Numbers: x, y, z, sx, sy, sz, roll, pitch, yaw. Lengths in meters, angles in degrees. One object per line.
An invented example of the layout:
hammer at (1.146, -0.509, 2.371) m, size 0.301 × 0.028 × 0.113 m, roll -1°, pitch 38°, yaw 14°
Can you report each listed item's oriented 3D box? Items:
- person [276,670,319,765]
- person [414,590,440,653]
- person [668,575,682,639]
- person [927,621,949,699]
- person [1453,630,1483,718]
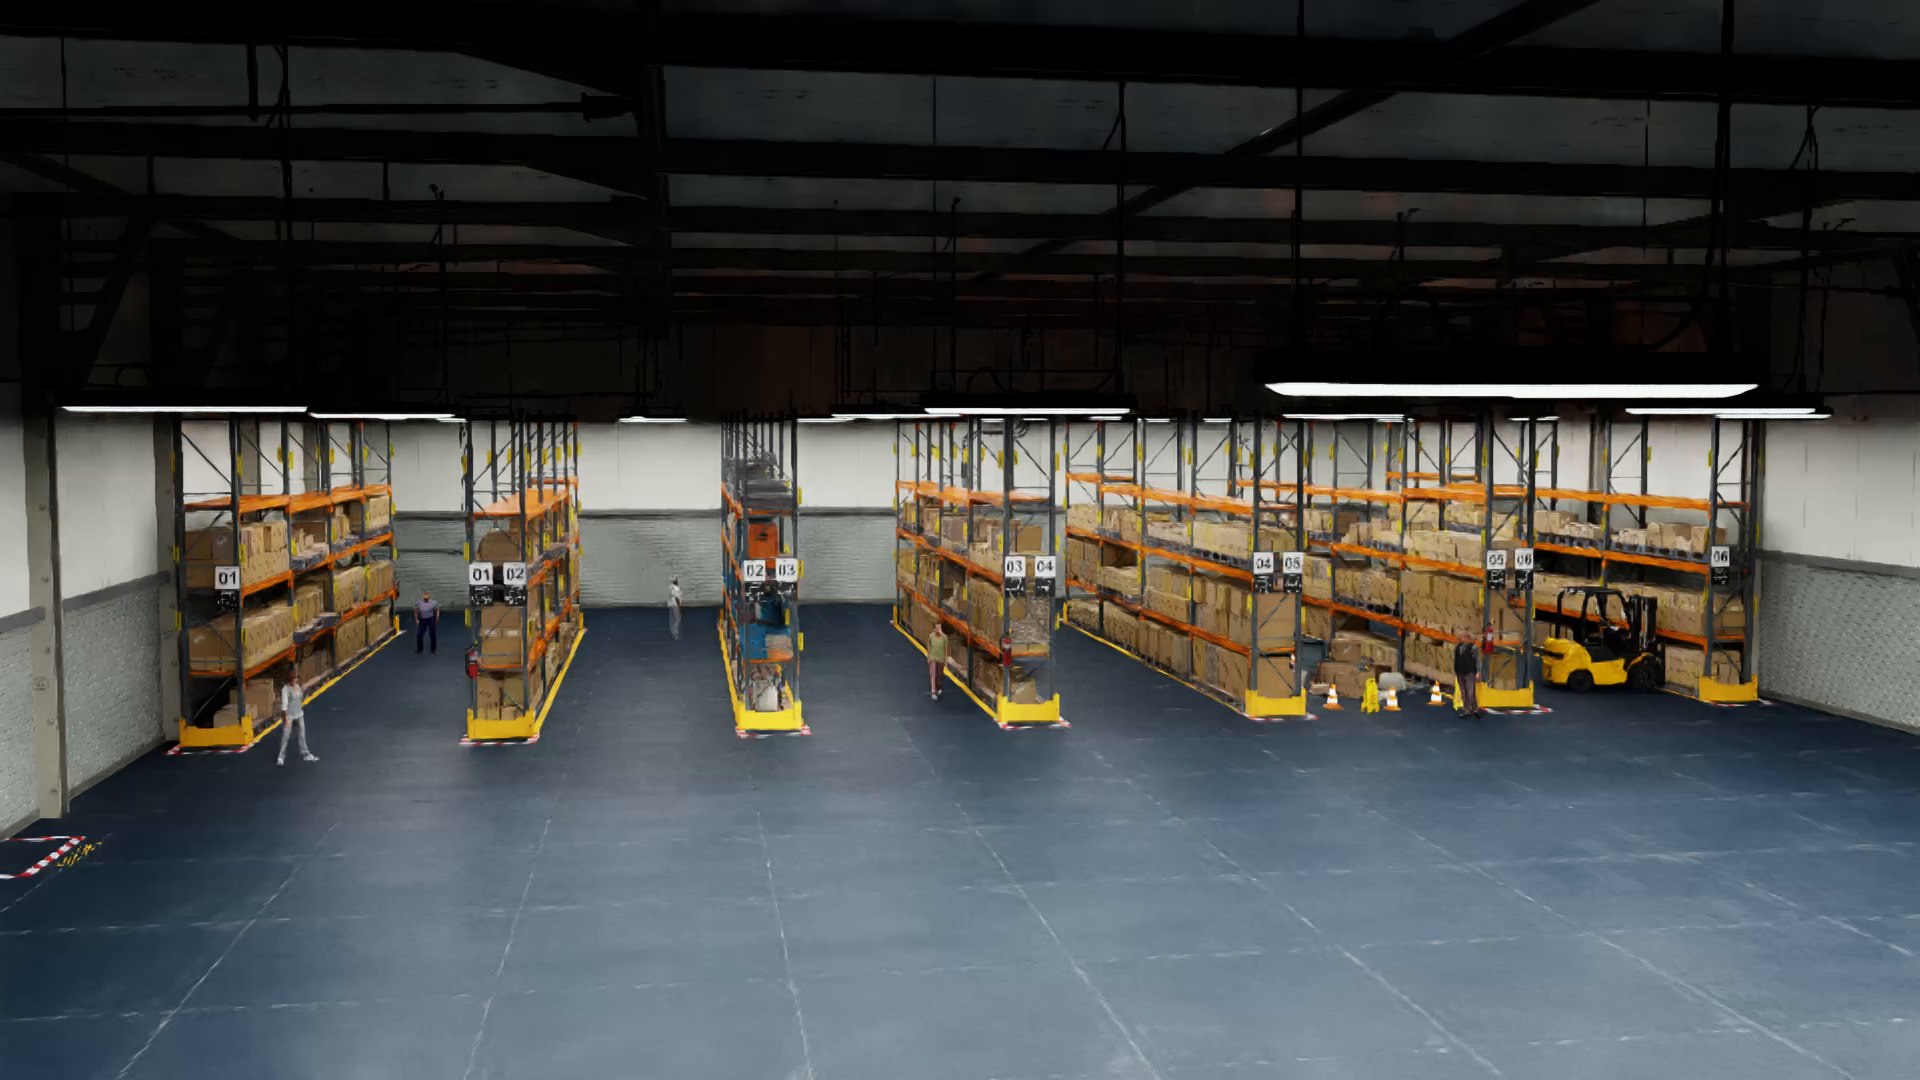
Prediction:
person at (-11.192, 2.965, 27.956) m, size 0.495 × 1.588 × 0.624 m, roll 2°, pitch 4°, yaw 22°
person at (-13.319, 2.037, 41.554) m, size 0.625 × 1.596 × 0.510 m, roll -1°, pitch 4°, yaw -12°
person at (-7.625, 1.806, 44.582) m, size 0.372 × 1.737 × 0.526 m, roll -3°, pitch 5°, yaw -37°
person at (-0.448, 2.493, 34.717) m, size 0.451 × 1.564 × 1.098 m, roll 0°, pitch 4°, yaw -7°
person at (9.862, 2.602, 32.293) m, size 0.402 × 1.714 × 0.636 m, roll -3°, pitch 5°, yaw -41°
